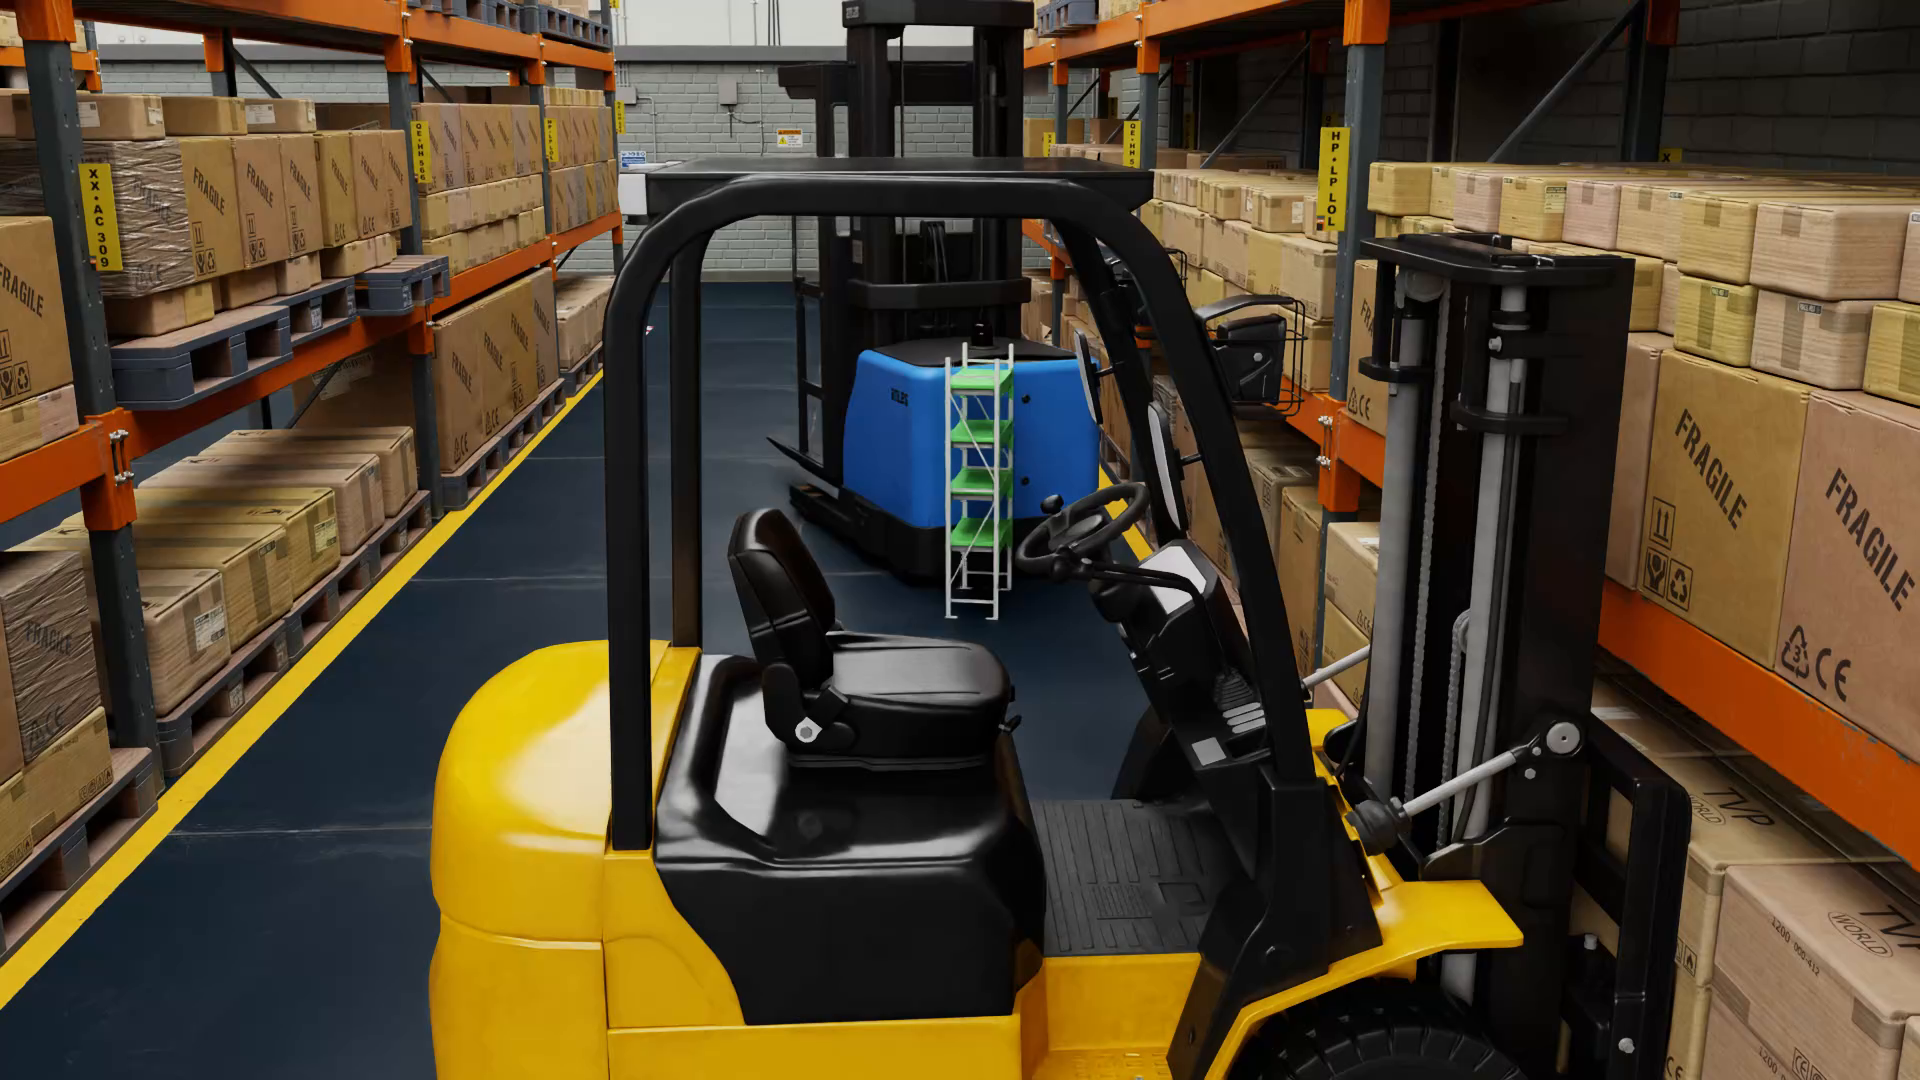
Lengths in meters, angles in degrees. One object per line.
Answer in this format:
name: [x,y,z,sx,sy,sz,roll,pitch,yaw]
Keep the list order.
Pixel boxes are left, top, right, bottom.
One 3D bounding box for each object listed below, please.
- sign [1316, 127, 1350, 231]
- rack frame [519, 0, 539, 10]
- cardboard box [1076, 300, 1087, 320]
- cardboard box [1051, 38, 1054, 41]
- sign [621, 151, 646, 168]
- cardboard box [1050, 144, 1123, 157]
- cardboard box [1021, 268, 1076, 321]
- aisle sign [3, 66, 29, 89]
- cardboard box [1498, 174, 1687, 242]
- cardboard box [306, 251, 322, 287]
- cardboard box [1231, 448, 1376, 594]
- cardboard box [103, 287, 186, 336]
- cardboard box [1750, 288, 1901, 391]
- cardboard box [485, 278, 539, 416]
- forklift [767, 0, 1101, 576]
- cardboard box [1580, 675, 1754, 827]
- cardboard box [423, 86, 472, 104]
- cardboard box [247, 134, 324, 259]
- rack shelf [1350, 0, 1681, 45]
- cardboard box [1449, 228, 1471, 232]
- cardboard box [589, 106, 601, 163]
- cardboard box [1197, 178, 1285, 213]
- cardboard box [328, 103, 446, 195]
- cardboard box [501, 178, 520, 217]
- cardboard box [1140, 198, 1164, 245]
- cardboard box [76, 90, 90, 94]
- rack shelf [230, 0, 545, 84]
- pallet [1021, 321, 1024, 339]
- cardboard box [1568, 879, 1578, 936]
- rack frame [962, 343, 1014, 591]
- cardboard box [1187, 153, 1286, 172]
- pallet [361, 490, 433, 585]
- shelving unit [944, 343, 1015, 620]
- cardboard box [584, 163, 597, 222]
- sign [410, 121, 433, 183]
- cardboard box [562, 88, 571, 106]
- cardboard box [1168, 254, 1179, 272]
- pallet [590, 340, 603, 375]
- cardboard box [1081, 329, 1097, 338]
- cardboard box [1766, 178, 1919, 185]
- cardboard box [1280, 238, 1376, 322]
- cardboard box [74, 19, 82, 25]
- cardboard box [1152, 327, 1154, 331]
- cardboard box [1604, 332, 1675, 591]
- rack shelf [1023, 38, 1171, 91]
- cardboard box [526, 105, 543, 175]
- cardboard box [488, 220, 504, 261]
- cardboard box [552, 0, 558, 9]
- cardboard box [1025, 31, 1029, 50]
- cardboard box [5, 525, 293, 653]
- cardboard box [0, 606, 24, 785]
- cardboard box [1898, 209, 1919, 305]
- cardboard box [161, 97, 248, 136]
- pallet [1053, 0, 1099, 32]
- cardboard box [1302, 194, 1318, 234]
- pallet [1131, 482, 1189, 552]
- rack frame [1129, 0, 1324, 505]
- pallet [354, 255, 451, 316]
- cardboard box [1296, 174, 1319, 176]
sign: [1.203,-1.160,5.350,0.100,0.325,0.005,-1,14,-3]
rack frame: [-3.706,-5.466,12.210,1.000,3.000,0.127,-1,14,-3]
cardboard box: [1.099,-1.784,12.812,0.380,0.149,0.250,-1,14,-5]
cardboard box: [0.931,-4.054,13.246,0.380,0.149,0.250,-1,14,-4]
sign: [-4.378,-5.102,22.295,0.327,0.218,0.001,-1,14,-3]
cardboard box: [1.055,-2.766,12.713,0.700,0.500,0.500,-1,14,-2]
cardboard box: [0.944,-2.473,16.787,0.797,0.503,0.637,-1,15,-6]
aisle sign: [-9.192,-4.726,16.158,0.394,0.787,0.004,-1,14,-3]
cardboard box: [1.555,-0.814,4.072,0.380,0.149,0.250,-1,14,-4]
cardboard box: [-3.028,-1.185,7.274,0.380,0.149,0.250,-1,14,-5]
cardboard box: [1.660,-0.024,7.024,0.875,0.625,0.625,-1,14,-4]
cardboard box: [-2.929,-0.795,5.757,0.380,0.149,0.250,-1,14,-3]
cardboard box: [1.622,-0.354,2.880,0.380,0.149,0.250,-1,14,-5]
cardboard box: [-3.524,-1.357,11.703,0.875,0.875,0.875,0,14,-2]
forklift: [-0.336,-1.564,9.224,1.130,2.935,3.031,-6,16,-23]
cardboard box: [1.549,0.502,3.722,0.500,0.250,0.500,-1,14,-5]
cardboard box: [-4.042,-3.479,13.018,0.380,0.149,0.250,-1,14,-5]
cardboard box: [-3.044,-1.463,7.052,0.500,0.500,0.500,-1,15,-6]
rack shelf: [1.868,-1.255,3.309,1.077,0.370,4.000,-1,14,-3]
cardboard box: [1.504,-0.736,4.366,0.380,0.149,0.250,-1,14,-2]
cardboard box: [-3.597,-3.719,15.253,0.500,0.500,0.500,-1,14,-4]
cardboard box: [1.312,-1.601,7.727,0.380,0.149,0.250,-1,14,-2]
cardboard box: [-3.244,-2.225,9.445,0.500,0.500,0.500,-1,14,-5]
cardboard box: [-3.359,-2.371,11.519,0.500,0.250,0.500,-1,14,-2]
cardboard box: [1.255,-1.698,8.904,0.500,0.250,0.500,-1,14,-3]
cardboard box: [-8.611,-4.020,15.828,0.500,0.500,0.500,-1,14,-5]
rack shelf: [-3.582,-3.167,10.740,1.077,0.370,4.000,-1,14,-3]
pallet: [1.055,-2.065,16.629,1.003,0.211,1.213,-1,14,-3]
cardboard box: [1.549,0.739,3.807,0.500,0.250,0.500,-1,14,-4]
rack frame: [0.132,-0.340,7.942,0.240,1.200,0.015,2,15,9]
cardboard box: [1.620,-2.025,9.835,0.500,0.500,0.500,0,14,-1]
pallet: [-3.411,-0.021,8.683,1.003,0.211,1.213,-1,14,-3]
shelving unit: [0.094,-0.280,7.708,0.258,1.200,0.503,2,15,9]
cardboard box: [-3.557,-3.107,14.880,0.500,0.500,0.500,0,14,-2]
sign: [-2.917,-2.099,8.998,0.100,0.325,0.005,-1,14,-3]
cardboard box: [-3.498,-3.745,14.054,0.380,0.149,0.250,-1,14,-5]
cardboard box: [1.306,-1.331,8.481,0.500,0.250,0.500,-1,14,-5]
pallet: [-3.753,-1.704,15.227,1.003,0.211,1.213,-1,14,-3]
cardboard box: [1.123,-1.250,12.040,0.500,0.500,0.500,-1,14,-5]
cardboard box: [2.112,-0.761,3.866,0.380,0.149,0.250,-1,14,-4]
cardboard box: [1.458,-0.936,5.942,0.500,0.250,0.500,-1,14,-5]
cardboard box: [-8.605,-4.965,15.582,0.500,0.250,0.500,-1,14,-5]
cardboard box: [1.205,-1.331,11.051,0.380,0.149,0.250,-1,14,-4]
cardboard box: [1.602,-0.202,3.590,0.500,0.500,0.500,-1,14,-3]
rack shelf: [1.124,-4.240,14.908,1.077,0.370,4.000,-1,14,-3]
cardboard box: [-3.427,-2.986,12.404,0.500,0.500,0.500,0,14,-2]
cardboard box: [-3.347,-1.999,11.077,0.500,0.250,0.500,-1,14,-3]
cardboard box: [-3.911,-4.843,14.947,0.500,0.311,0.500,-1,14,-2]
cardboard box: [0.786,-4.498,14.973,0.380,0.149,0.250,-1,14,-3]
cardboard box: [-3.293,0.189,6.701,0.950,0.372,0.625,0,14,0]
cardboard box: [-2.872,0.464,4.374,0.500,0.500,0.500,-1,14,-2]
cardboard box: [1.728,-0.435,2.596,0.380,0.149,0.250,-1,14,-3]
cardboard box: [-3.056,-1.672,6.562,0.380,0.149,0.250,0,14,0]
pallet: [1.286,-3.578,11.272,1.213,0.211,1.003,-1,14,-3]
cardboard box: [1.504,-1.218,6.238,0.380,0.149,0.250,-1,14,-3]
pallet: [1.508,-0.087,8.942,1.003,0.211,1.213,-1,14,-3]
rack frame: [1.496,-1.643,9.393,1.000,3.000,0.127,-1,14,-3]
pallet: [-3.307,-1.297,8.433,1.213,0.211,1.003,-1,14,-3]
cardboard box: [1.886,-1.739,8.264,0.380,0.149,0.250,-1,14,-5]
